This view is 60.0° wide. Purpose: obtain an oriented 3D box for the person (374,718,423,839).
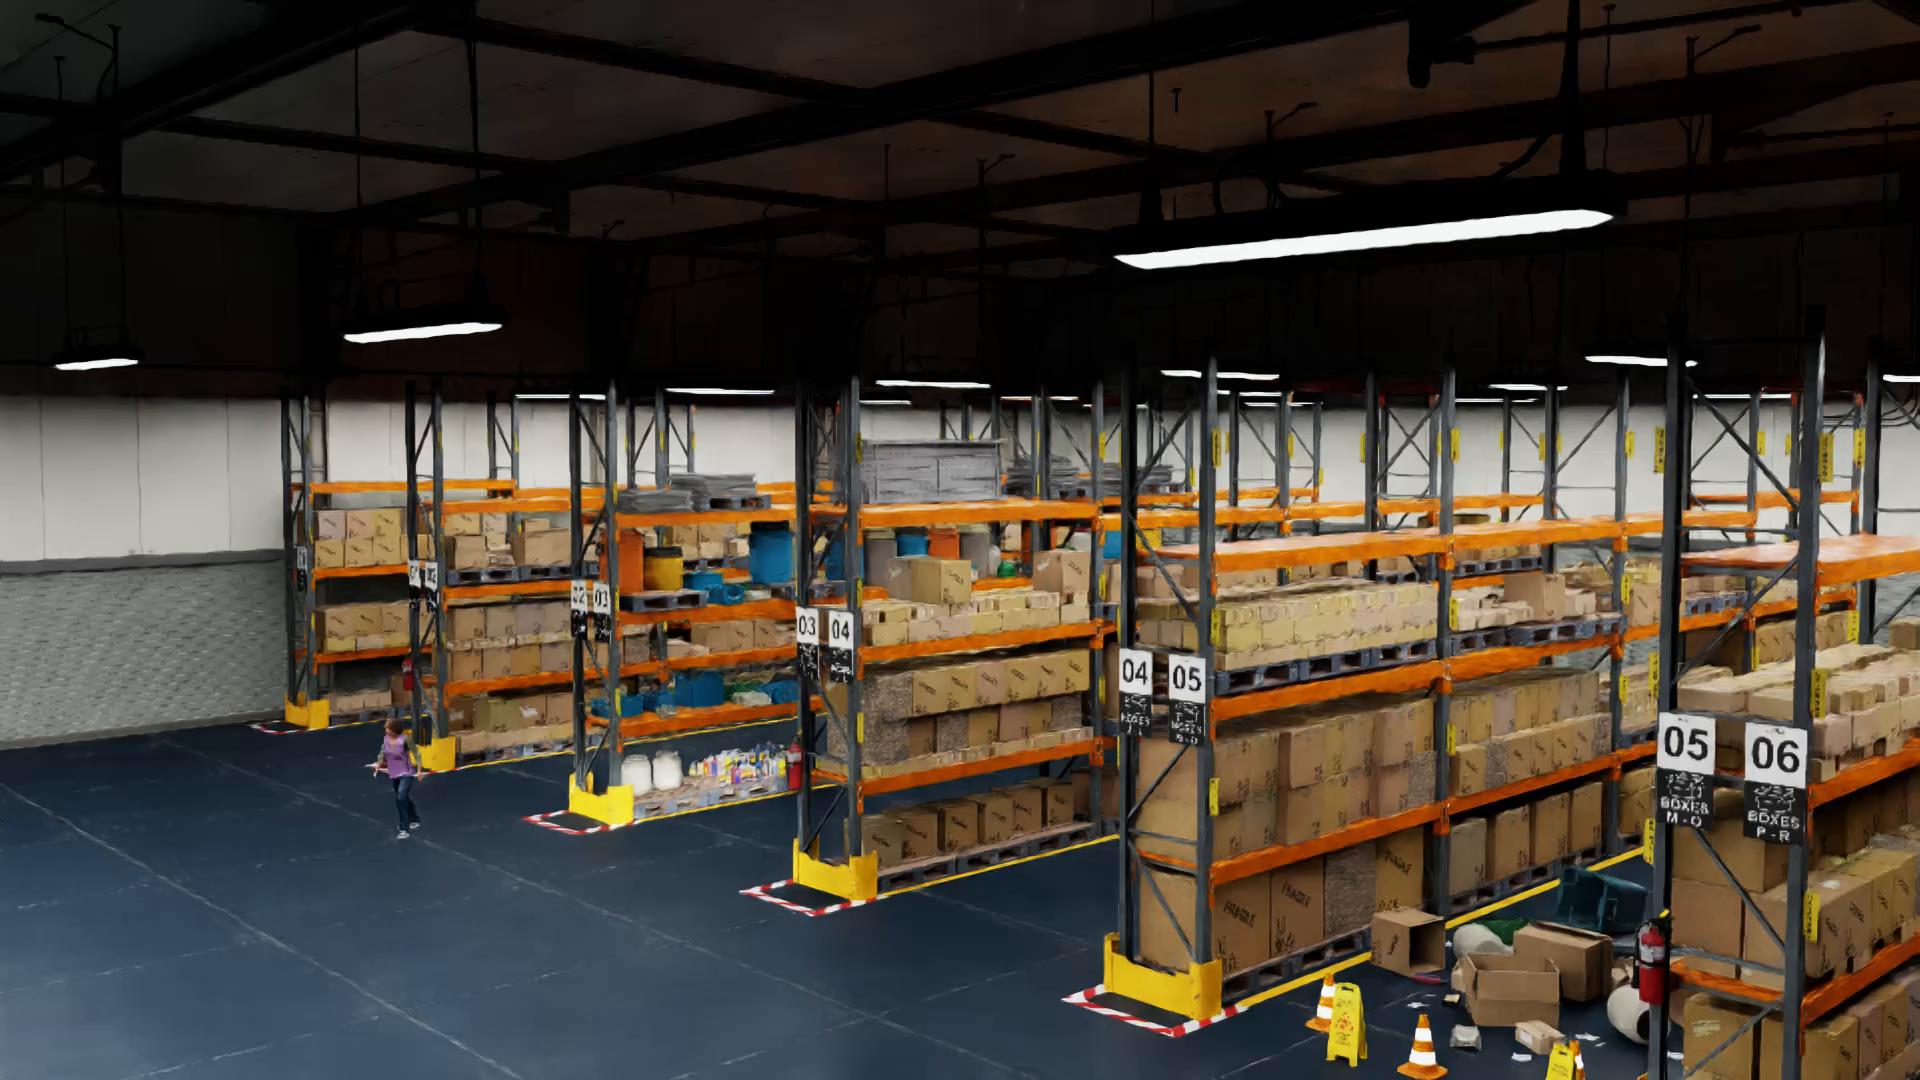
[{"bbox_3d":[-7.156,3.025,21.357,0.574,1.535,0.749,2,4,26],"label":"person"}]
